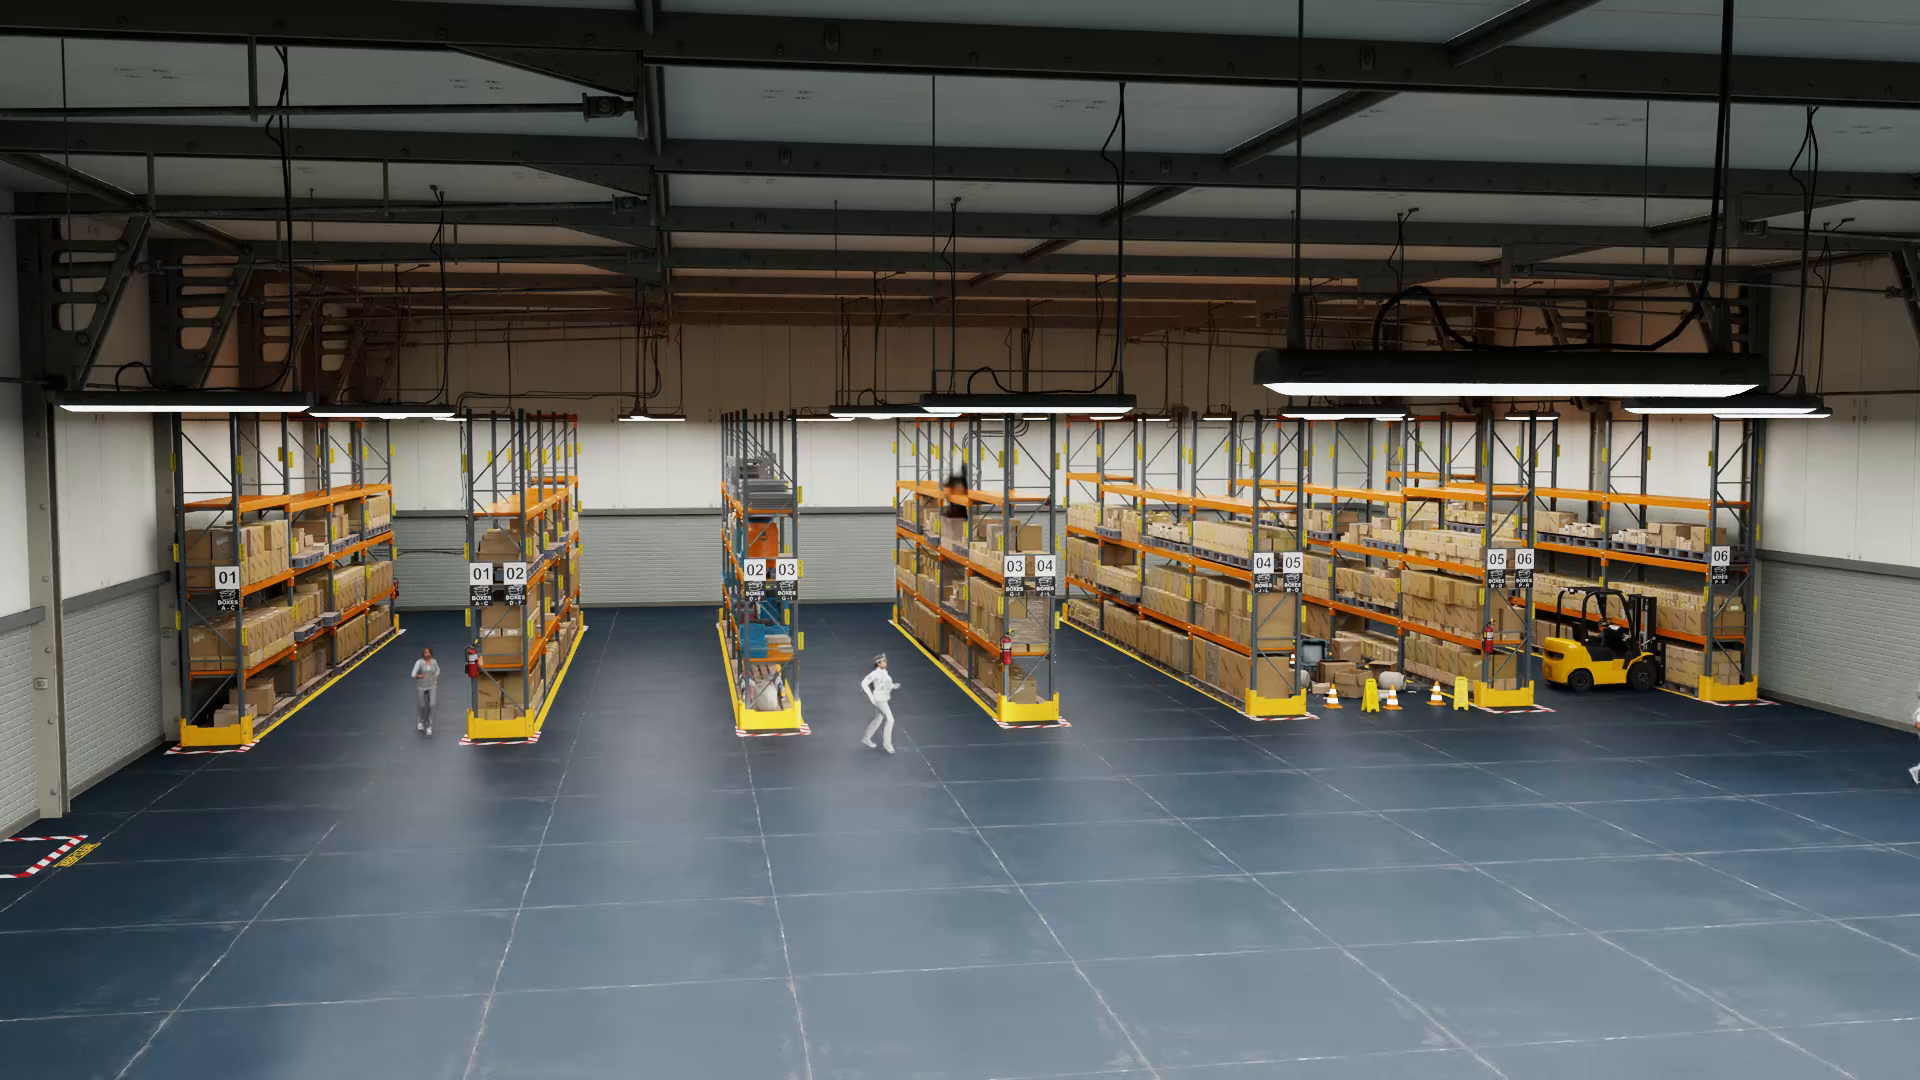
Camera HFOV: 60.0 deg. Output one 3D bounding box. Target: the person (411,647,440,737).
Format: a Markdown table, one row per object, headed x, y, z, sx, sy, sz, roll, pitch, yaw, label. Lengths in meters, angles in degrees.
| x | y | z | sx | sy | sz | roll | pitch | yaw | label |
| --- | --- | --- | --- | --- | --- | --- | --- | --- | --- |
| -9.861 | 2.796 | 30.722 | 0.535 | 1.621 | 0.698 | -2 | 4 | -27 | person |

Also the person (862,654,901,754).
| x | y | z | sx | sy | sz | roll | pitch | yaw | label |
| --- | --- | --- | --- | --- | --- | --- | --- | --- | --- |
| -1.393 | 2.850 | 29.056 | 0.758 | 1.752 | 0.582 | 1 | 4 | 18 | person |

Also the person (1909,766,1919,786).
| x | y | z | sx | sy | sz | roll | pitch | yaw | label |
| --- | --- | --- | --- | --- | --- | --- | --- | --- | --- |
| 15.017 | 3.105 | 25.656 | 0.581 | 1.650 | 0.701 | -4 | 6 | -44 | person |
